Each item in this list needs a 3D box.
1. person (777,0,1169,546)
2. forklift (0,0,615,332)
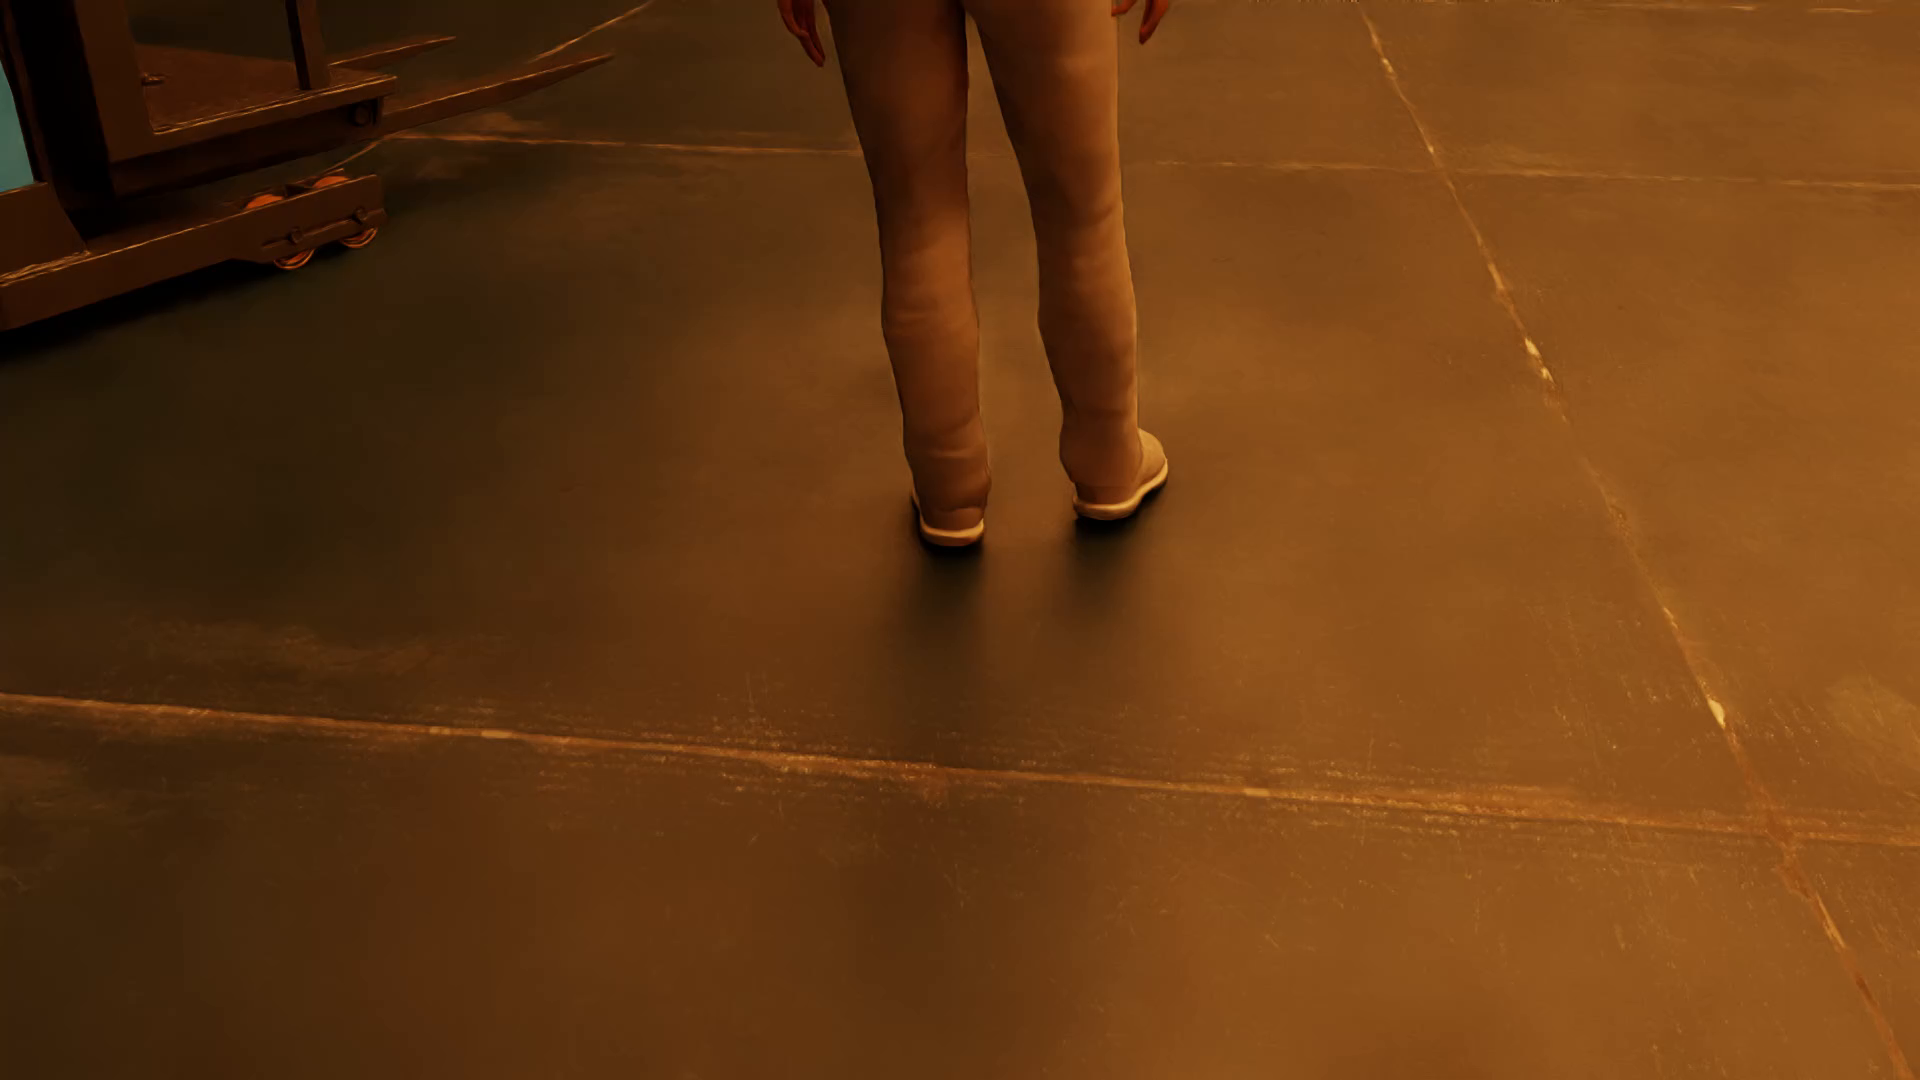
[{"bbox_3d":[0.029,-0.797,2.183,0.570,1.695,0.529,3,27,7],"label":"person"},{"bbox_3d":[-1.998,-1.994,3.213,1.130,2.935,3.031,13,29,24],"label":"forklift"}]
